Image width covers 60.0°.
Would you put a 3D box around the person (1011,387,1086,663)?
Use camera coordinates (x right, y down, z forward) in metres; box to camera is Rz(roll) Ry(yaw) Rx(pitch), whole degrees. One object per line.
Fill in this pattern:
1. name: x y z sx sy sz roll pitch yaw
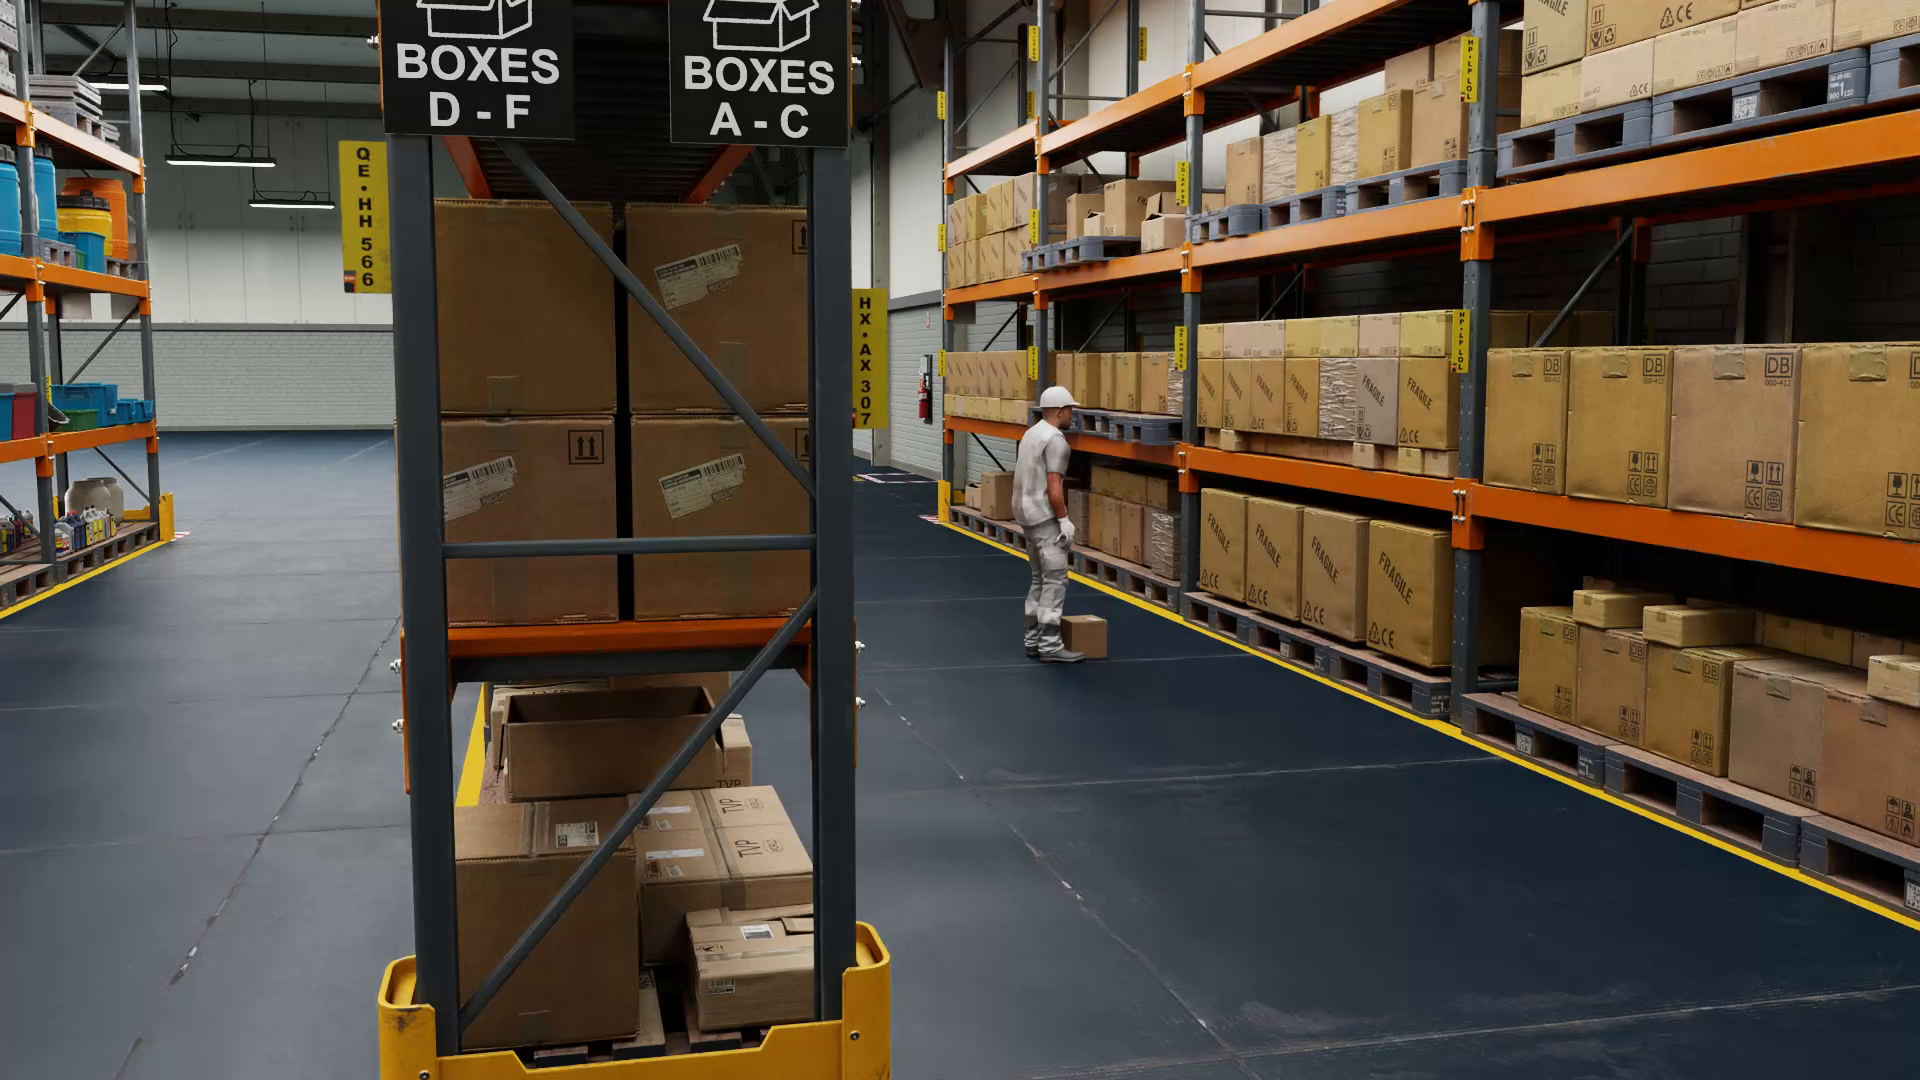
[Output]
1. person: 0.582 -0.111 10.879 0.453 1.778 0.616 -2 6 -17
